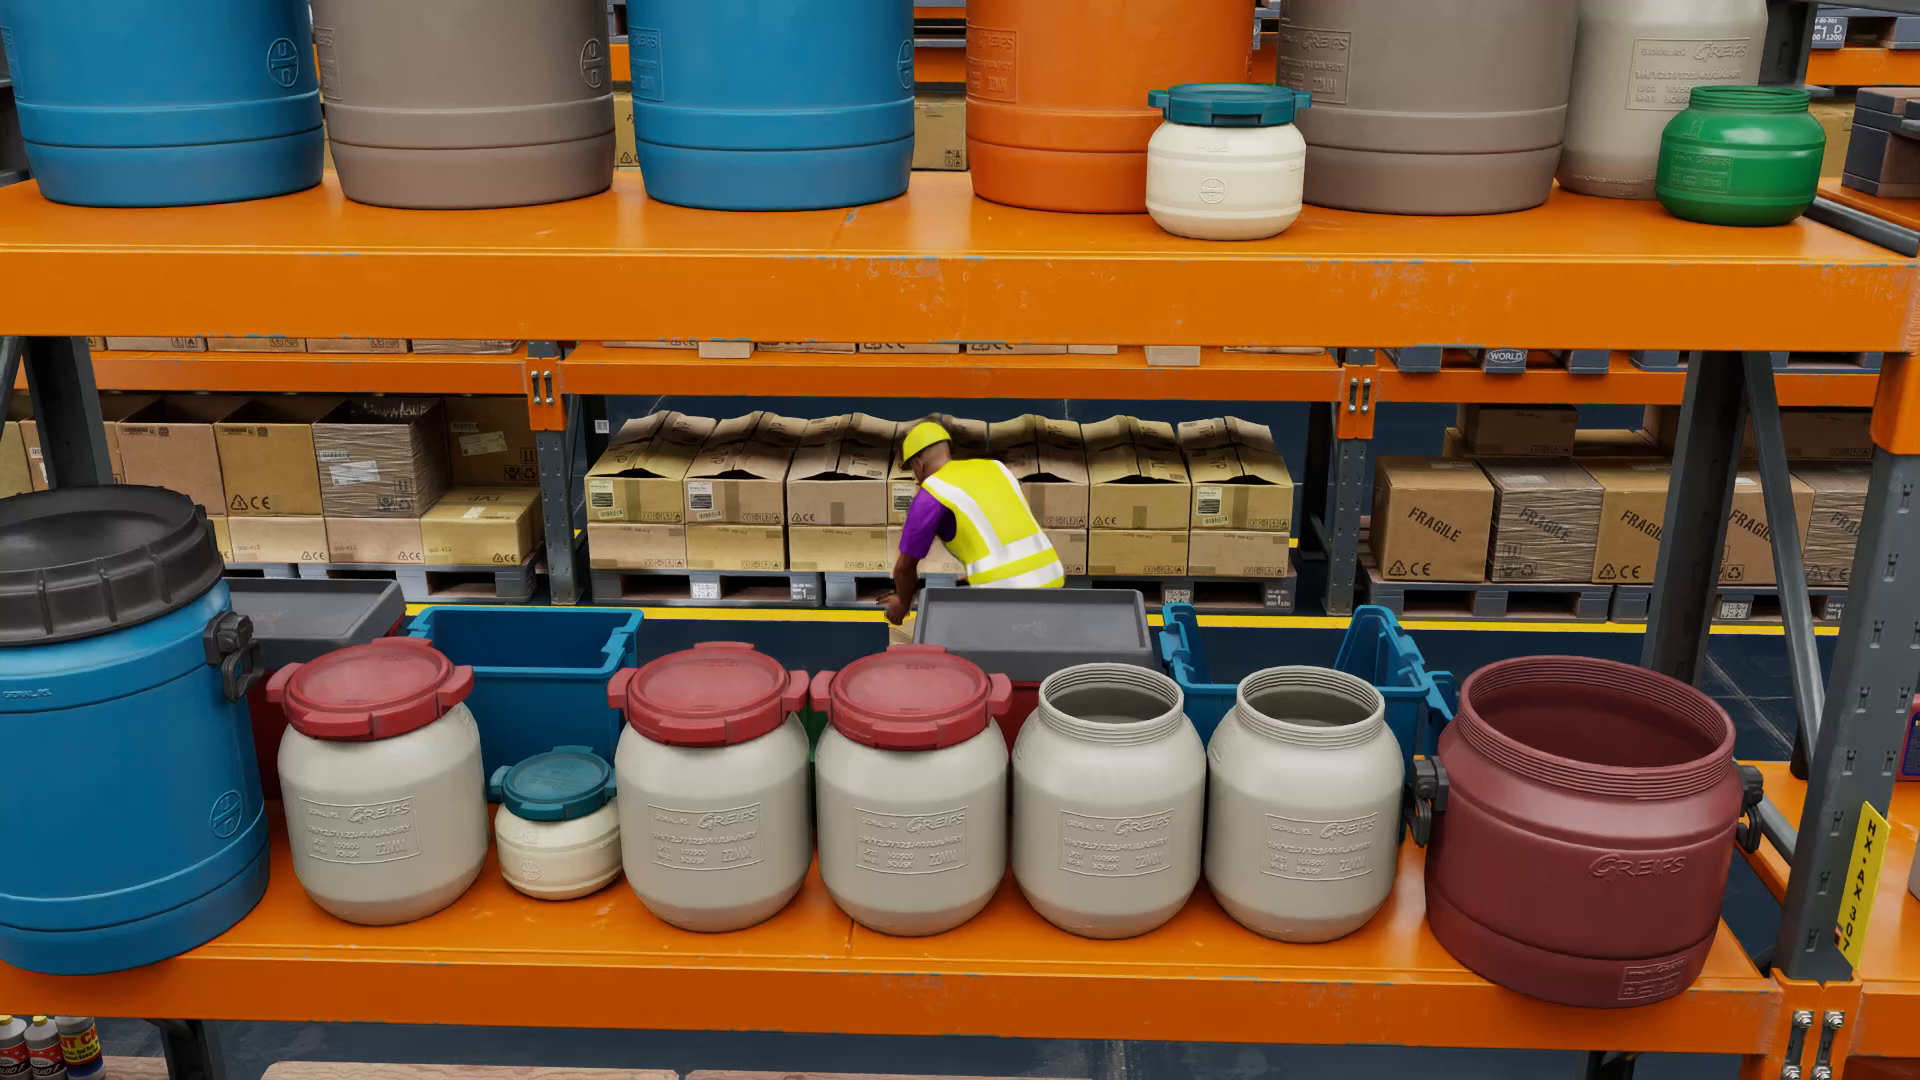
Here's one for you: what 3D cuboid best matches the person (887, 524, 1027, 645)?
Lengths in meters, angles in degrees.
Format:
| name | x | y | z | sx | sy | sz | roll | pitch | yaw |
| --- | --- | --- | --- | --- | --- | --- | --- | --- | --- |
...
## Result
| name | x | y | z | sx | sy | sz | roll | pitch | yaw |
| --- | --- | --- | --- | --- | --- | --- | --- | --- | --- |
| person | 0.012 | 0.428 | 7.422 | 0.544 | 0.861 | 0.952 | -17 | 26 | -38 |
